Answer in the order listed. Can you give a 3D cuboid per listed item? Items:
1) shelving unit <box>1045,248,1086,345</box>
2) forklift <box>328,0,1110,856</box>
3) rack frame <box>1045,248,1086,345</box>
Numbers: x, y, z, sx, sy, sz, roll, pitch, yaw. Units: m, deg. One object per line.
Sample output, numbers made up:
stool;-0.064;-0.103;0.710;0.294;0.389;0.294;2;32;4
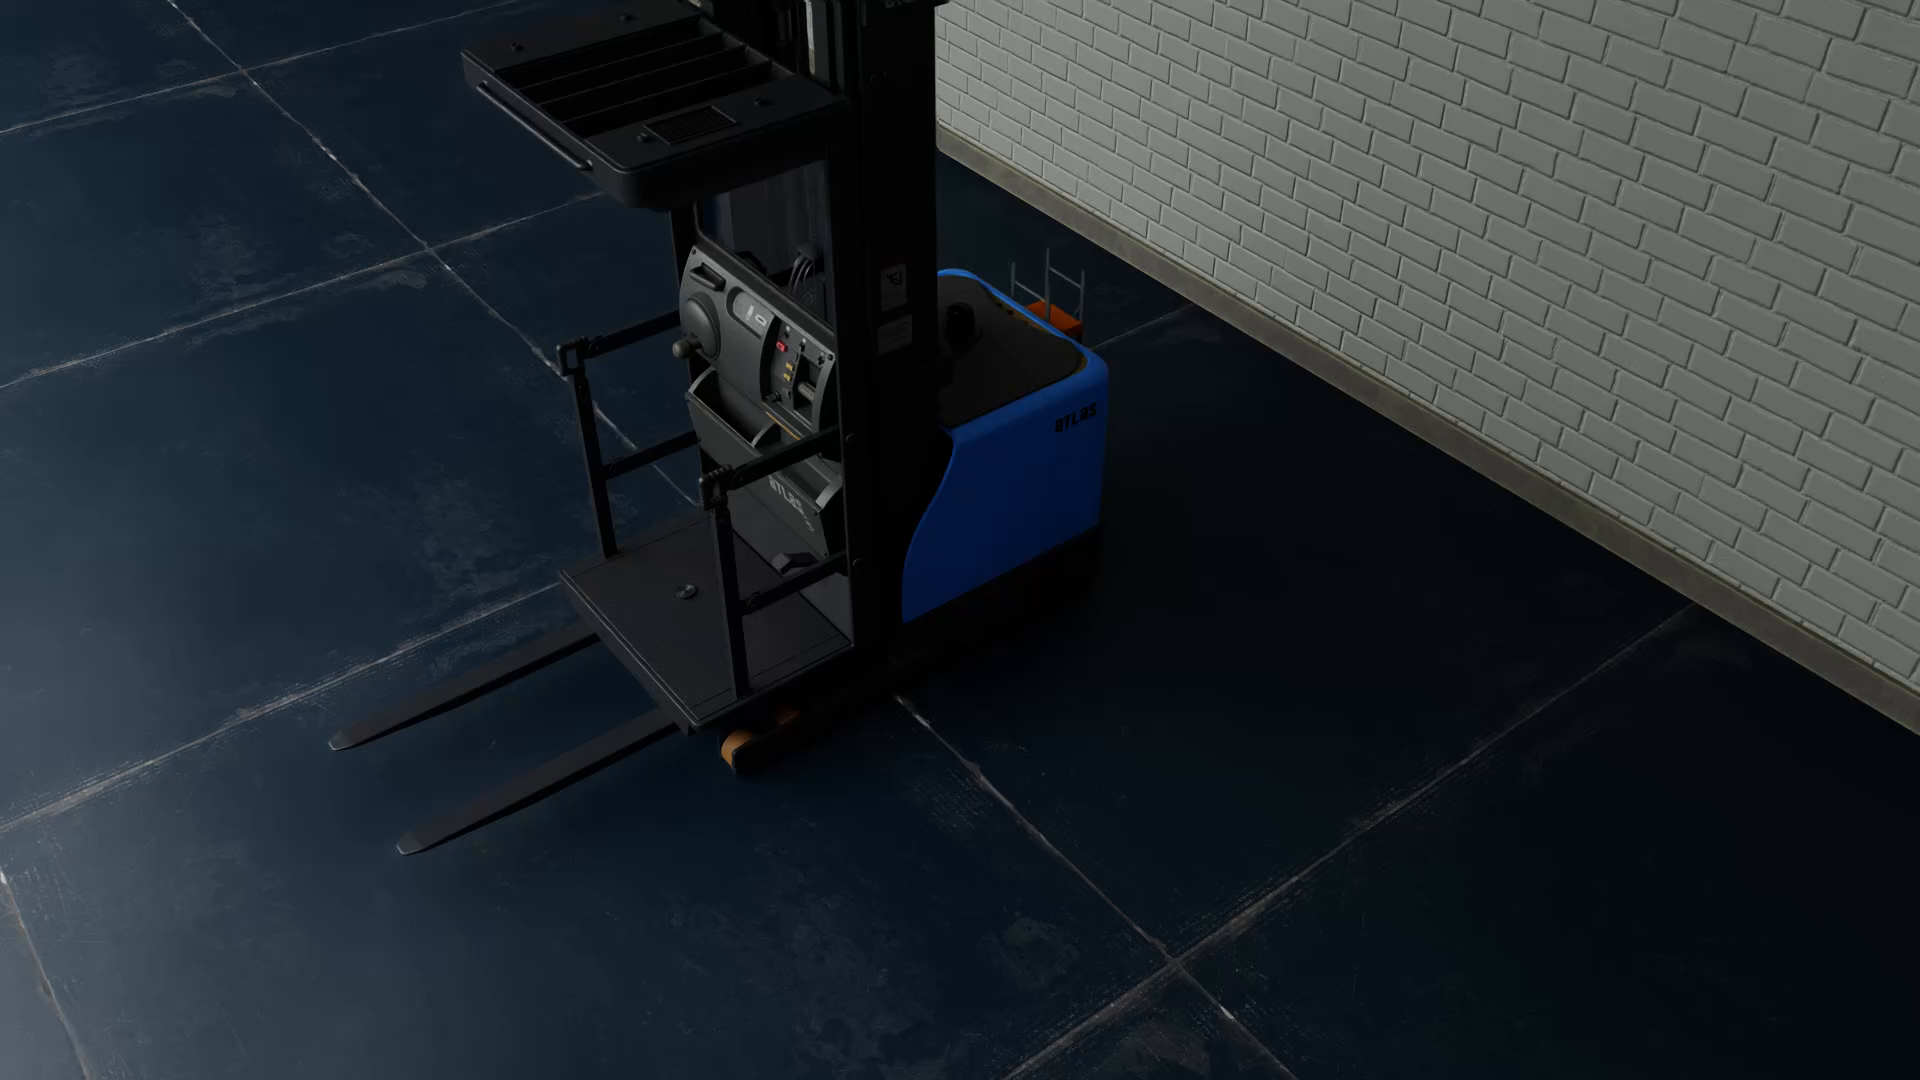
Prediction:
shelving unit;0.359;-0.640;7.084;0.184;1.200;0.258;-26;46;-28
forklift;-0.883;-0.600;5.776;3.031;2.797;1.129;-26;46;-28
rack frame;0.430;-0.674;7.126;0.006;1.200;0.240;-26;46;-28
